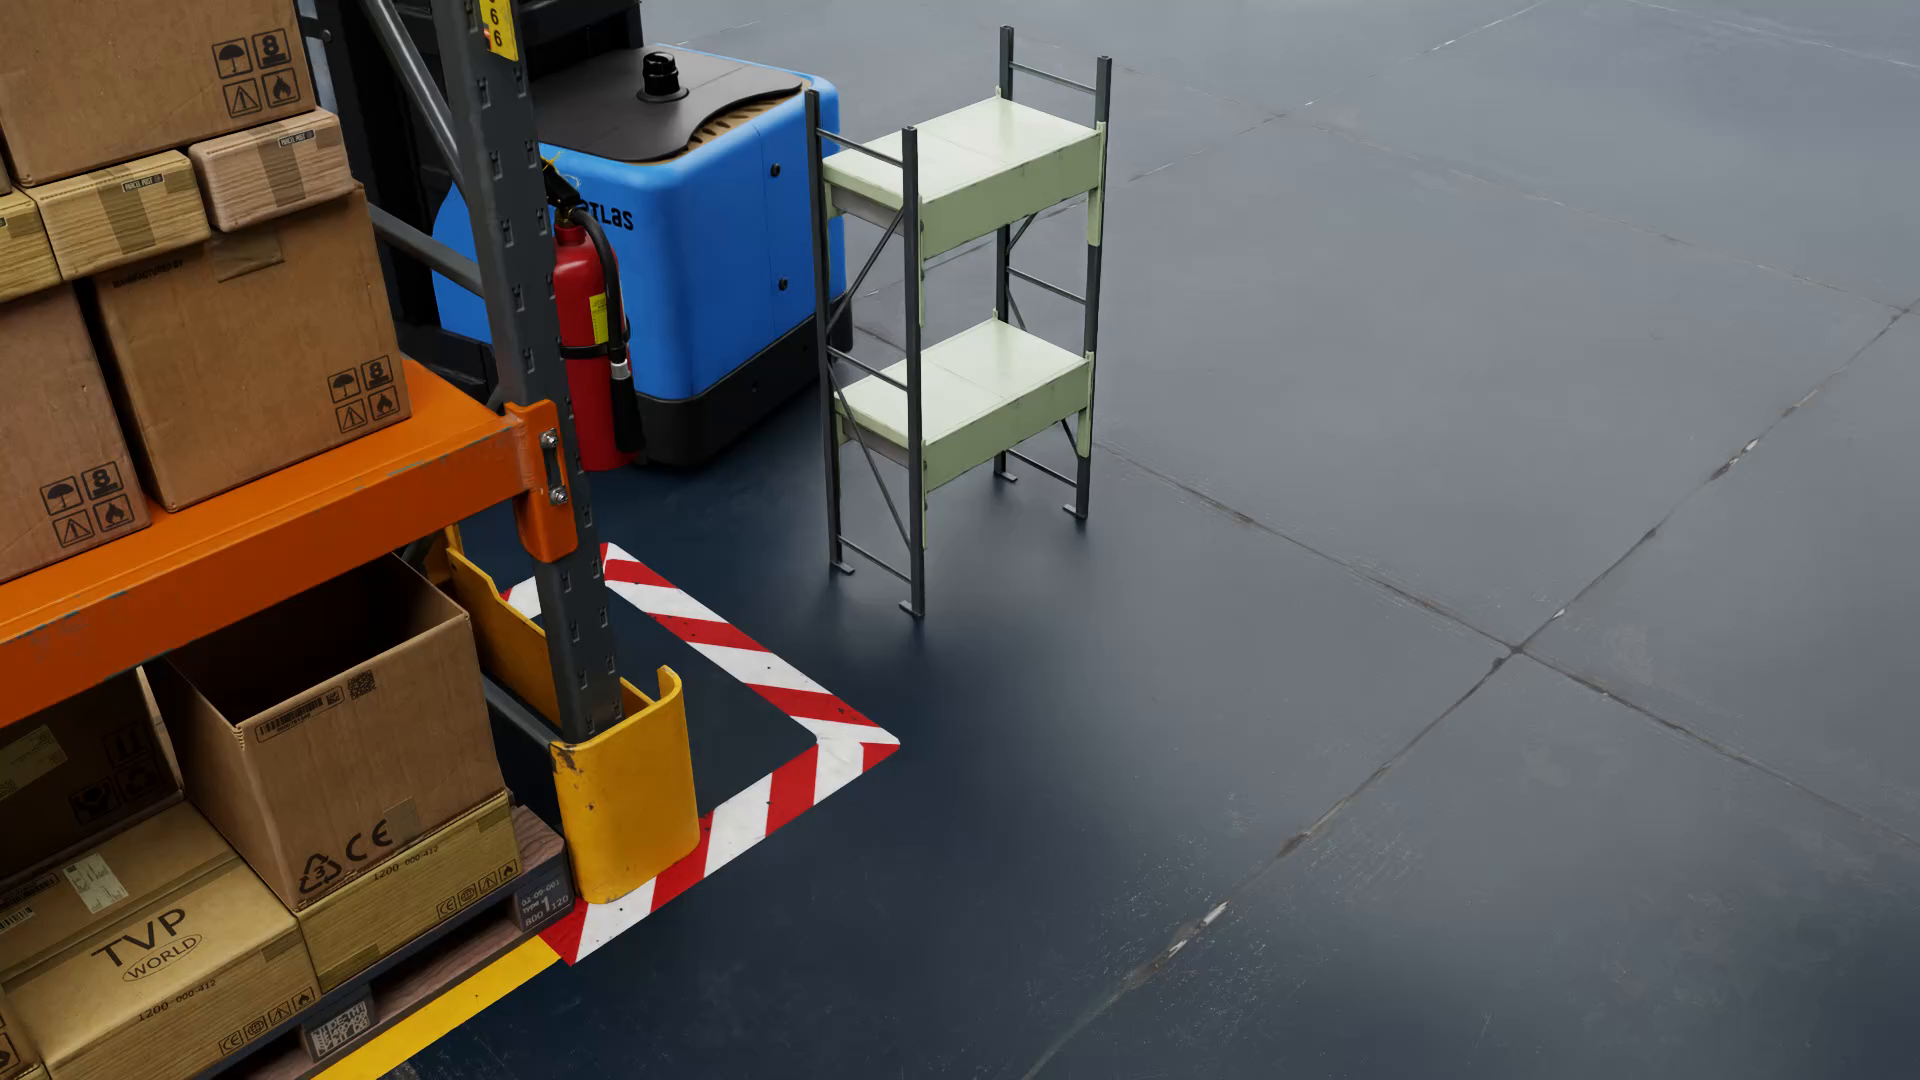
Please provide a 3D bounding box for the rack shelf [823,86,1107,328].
[{"bbox_3d":[0.005,-0.938,4.602,0.431,0.370,0.720,30,45,35],"label":"rack shelf"}]

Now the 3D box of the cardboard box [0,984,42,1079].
[{"bbox_3d":[-2.038,0.763,2.915,0.500,0.500,0.500,30,45,35],"label":"cardboard box"}]

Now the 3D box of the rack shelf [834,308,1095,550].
[{"bbox_3d":[0.005,-0.350,5.011,0.431,0.370,0.720,30,45,35],"label":"rack shelf"}]

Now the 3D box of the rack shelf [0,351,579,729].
[{"bbox_3d":[-2.586,0.473,2.579,1.077,0.370,4.000,30,45,35],"label":"rack shelf"}]

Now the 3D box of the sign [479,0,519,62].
[{"bbox_3d":[-0.802,-0.982,2.817,0.100,0.325,0.005,30,45,35],"label":"sign"}]

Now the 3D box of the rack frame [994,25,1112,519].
[{"bbox_3d":[0.263,-0.766,5.038,0.400,1.500,0.023,30,45,35],"label":"rack frame"}]

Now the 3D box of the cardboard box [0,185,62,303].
[{"bbox_3d":[-1.675,-0.499,2.689,0.380,0.149,0.250,29,44,35],"label":"cardboard box"}]

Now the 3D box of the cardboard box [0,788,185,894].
[{"bbox_3d":[-2.062,0.654,3.727,0.500,0.250,0.500,30,45,35],"label":"cardboard box"}]

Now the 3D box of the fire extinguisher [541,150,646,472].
[{"bbox_3d":[-0.764,-0.463,3.360,0.296,0.674,0.183,30,45,35],"label":"fire extinguisher"}]

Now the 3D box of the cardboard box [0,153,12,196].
[{"bbox_3d":[-1.919,-0.786,2.533,0.700,0.500,0.500,28,44,34],"label":"cardboard box"}]

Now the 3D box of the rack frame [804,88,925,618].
[{"bbox_3d":[-0.253,-0.469,4.612,0.400,1.500,0.023,30,45,35],"label":"rack frame"}]

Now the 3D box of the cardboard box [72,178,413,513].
[{"bbox_3d":[-1.515,-0.491,3.245,0.700,0.500,0.500,30,45,35],"label":"cardboard box"}]

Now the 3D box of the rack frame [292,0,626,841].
[{"bbox_3d":[-1.177,-0.634,3.538,1.000,3.000,0.127,30,45,35],"label":"rack frame"}]

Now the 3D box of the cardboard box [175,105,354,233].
[{"bbox_3d":[-1.311,-0.710,2.991,0.380,0.149,0.250,29,44,35],"label":"cardboard box"}]

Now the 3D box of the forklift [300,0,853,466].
[{"bbox_3d":[-1.928,-2.062,5.644,3.031,2.935,1.130,18,39,24],"label":"forklift"}]

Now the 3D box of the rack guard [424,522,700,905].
[{"bbox_3d":[-1.160,0.381,4.267,1.175,0.500,0.348,30,45,35],"label":"rack guard"}]

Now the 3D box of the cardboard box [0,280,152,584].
[{"bbox_3d":[-1.882,-0.276,2.936,0.500,0.500,0.700,-29,44,-35],"label":"cardboard box"}]

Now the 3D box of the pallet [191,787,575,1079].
[{"bbox_3d":[-1.686,0.837,3.866,1.003,0.211,1.213,30,45,35],"label":"pallet"}]

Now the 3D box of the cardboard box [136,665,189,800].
[{"bbox_3d":[-1.713,0.449,4.020,0.500,0.250,0.500,30,45,35],"label":"cardboard box"}]

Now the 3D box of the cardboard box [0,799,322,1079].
[{"bbox_3d":[-1.689,0.866,3.423,0.500,0.250,0.500,30,45,35],"label":"cardboard box"}]

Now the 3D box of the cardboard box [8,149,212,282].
[{"bbox_3d":[-1.494,-0.603,2.838,0.250,0.149,0.380,-29,44,-35],"label":"cardboard box"}]

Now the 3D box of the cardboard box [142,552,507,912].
[{"bbox_3d":[-1.344,0.351,3.505,0.500,0.500,0.500,30,45,35],"label":"cardboard box"}]

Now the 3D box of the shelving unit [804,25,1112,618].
[{"bbox_3d":[0.005,-0.618,4.825,0.431,1.500,0.755,30,45,35],"label":"shelving unit"}]

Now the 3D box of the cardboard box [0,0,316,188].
[{"bbox_3d":[-1.552,-1.002,2.843,0.500,0.500,0.700,-30,45,-35],"label":"cardboard box"}]

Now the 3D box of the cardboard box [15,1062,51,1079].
[{"bbox_3d":[-2.040,1.069,3.131,0.500,0.250,0.500,30,45,35],"label":"cardboard box"}]

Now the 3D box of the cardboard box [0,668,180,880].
[{"bbox_3d":[-2.064,0.345,3.514,0.500,0.500,0.500,30,45,35],"label":"cardboard box"}]

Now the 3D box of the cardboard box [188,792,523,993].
[{"bbox_3d":[-1.345,0.658,3.721,0.500,0.250,0.500,30,45,35],"label":"cardboard box"}]
